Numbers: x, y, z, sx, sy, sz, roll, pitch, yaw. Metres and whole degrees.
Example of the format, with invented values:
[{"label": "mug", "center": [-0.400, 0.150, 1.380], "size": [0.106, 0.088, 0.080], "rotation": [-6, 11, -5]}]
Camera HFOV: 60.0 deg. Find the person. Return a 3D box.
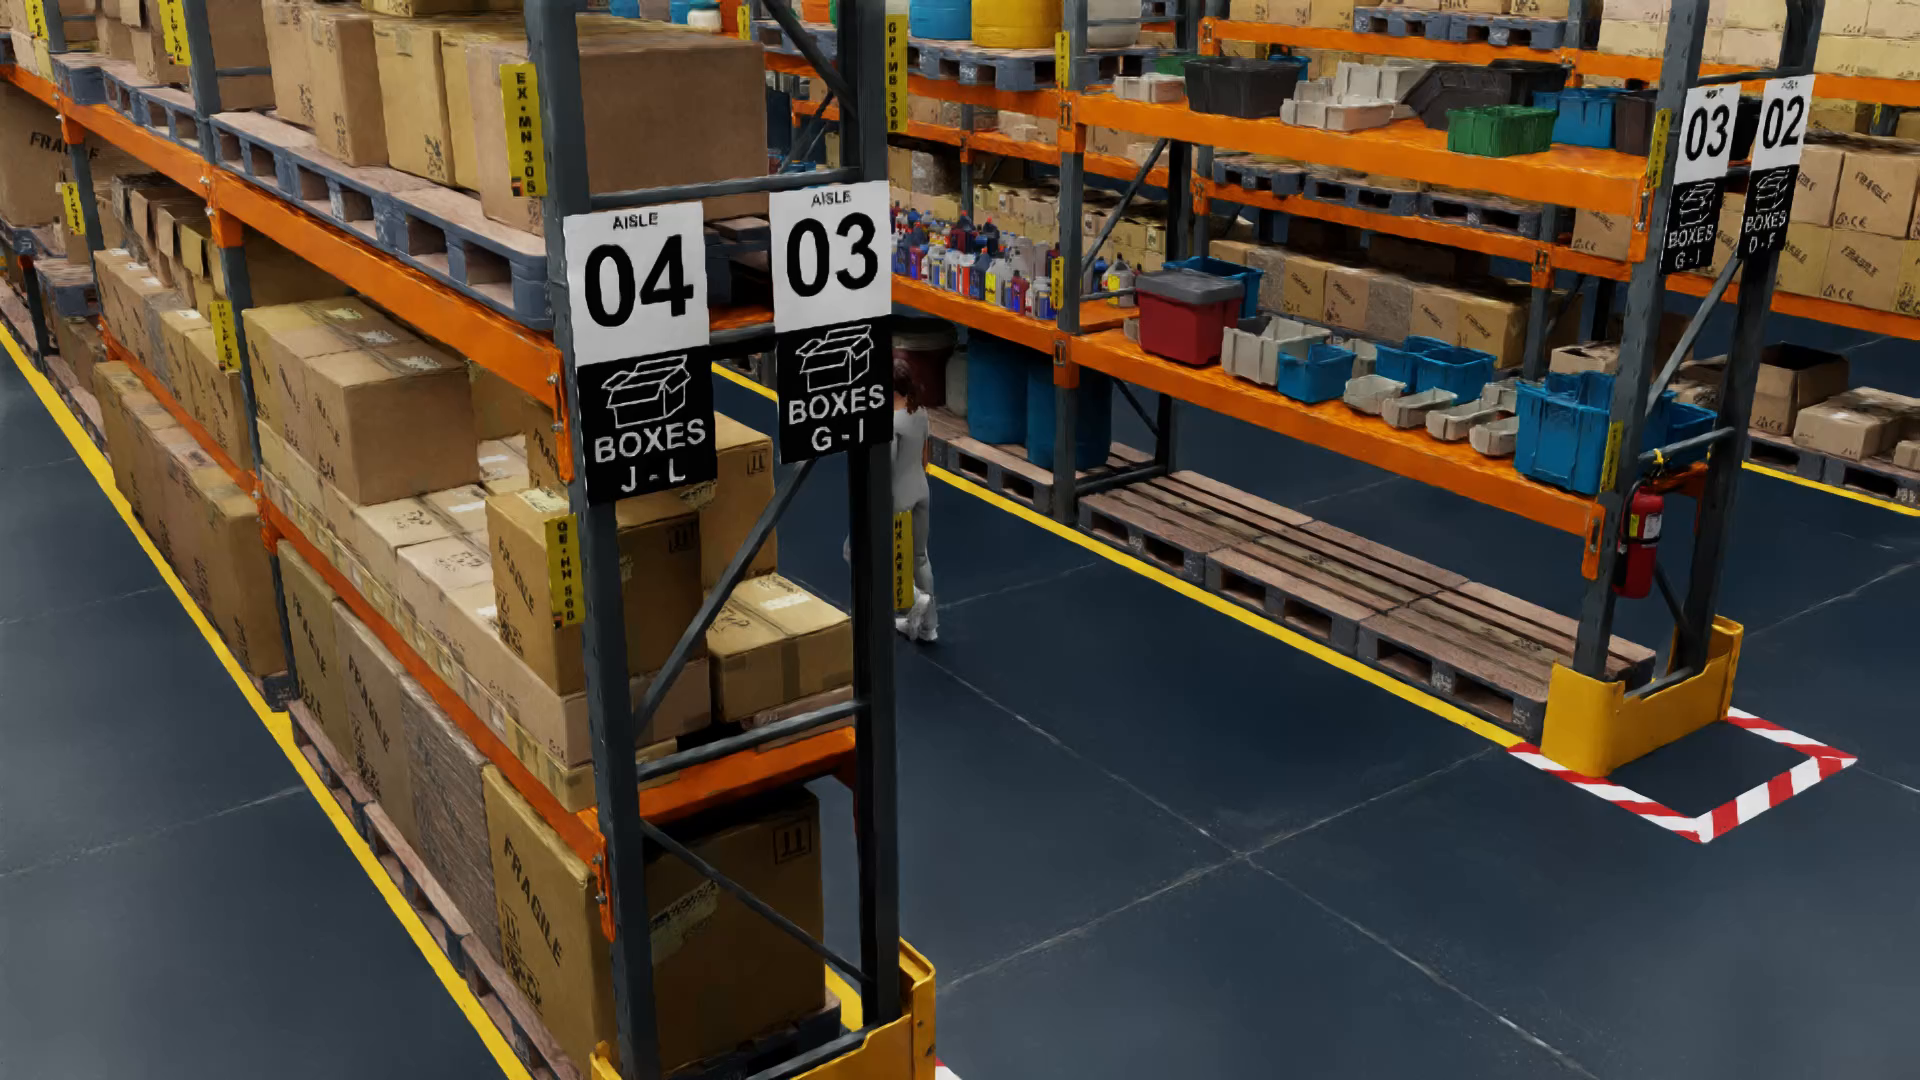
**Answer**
[{"label": "person", "center": [-0.358, -0.209, 9.068], "size": [0.472, 1.658, 0.533], "rotation": [15, 26, 33]}]
